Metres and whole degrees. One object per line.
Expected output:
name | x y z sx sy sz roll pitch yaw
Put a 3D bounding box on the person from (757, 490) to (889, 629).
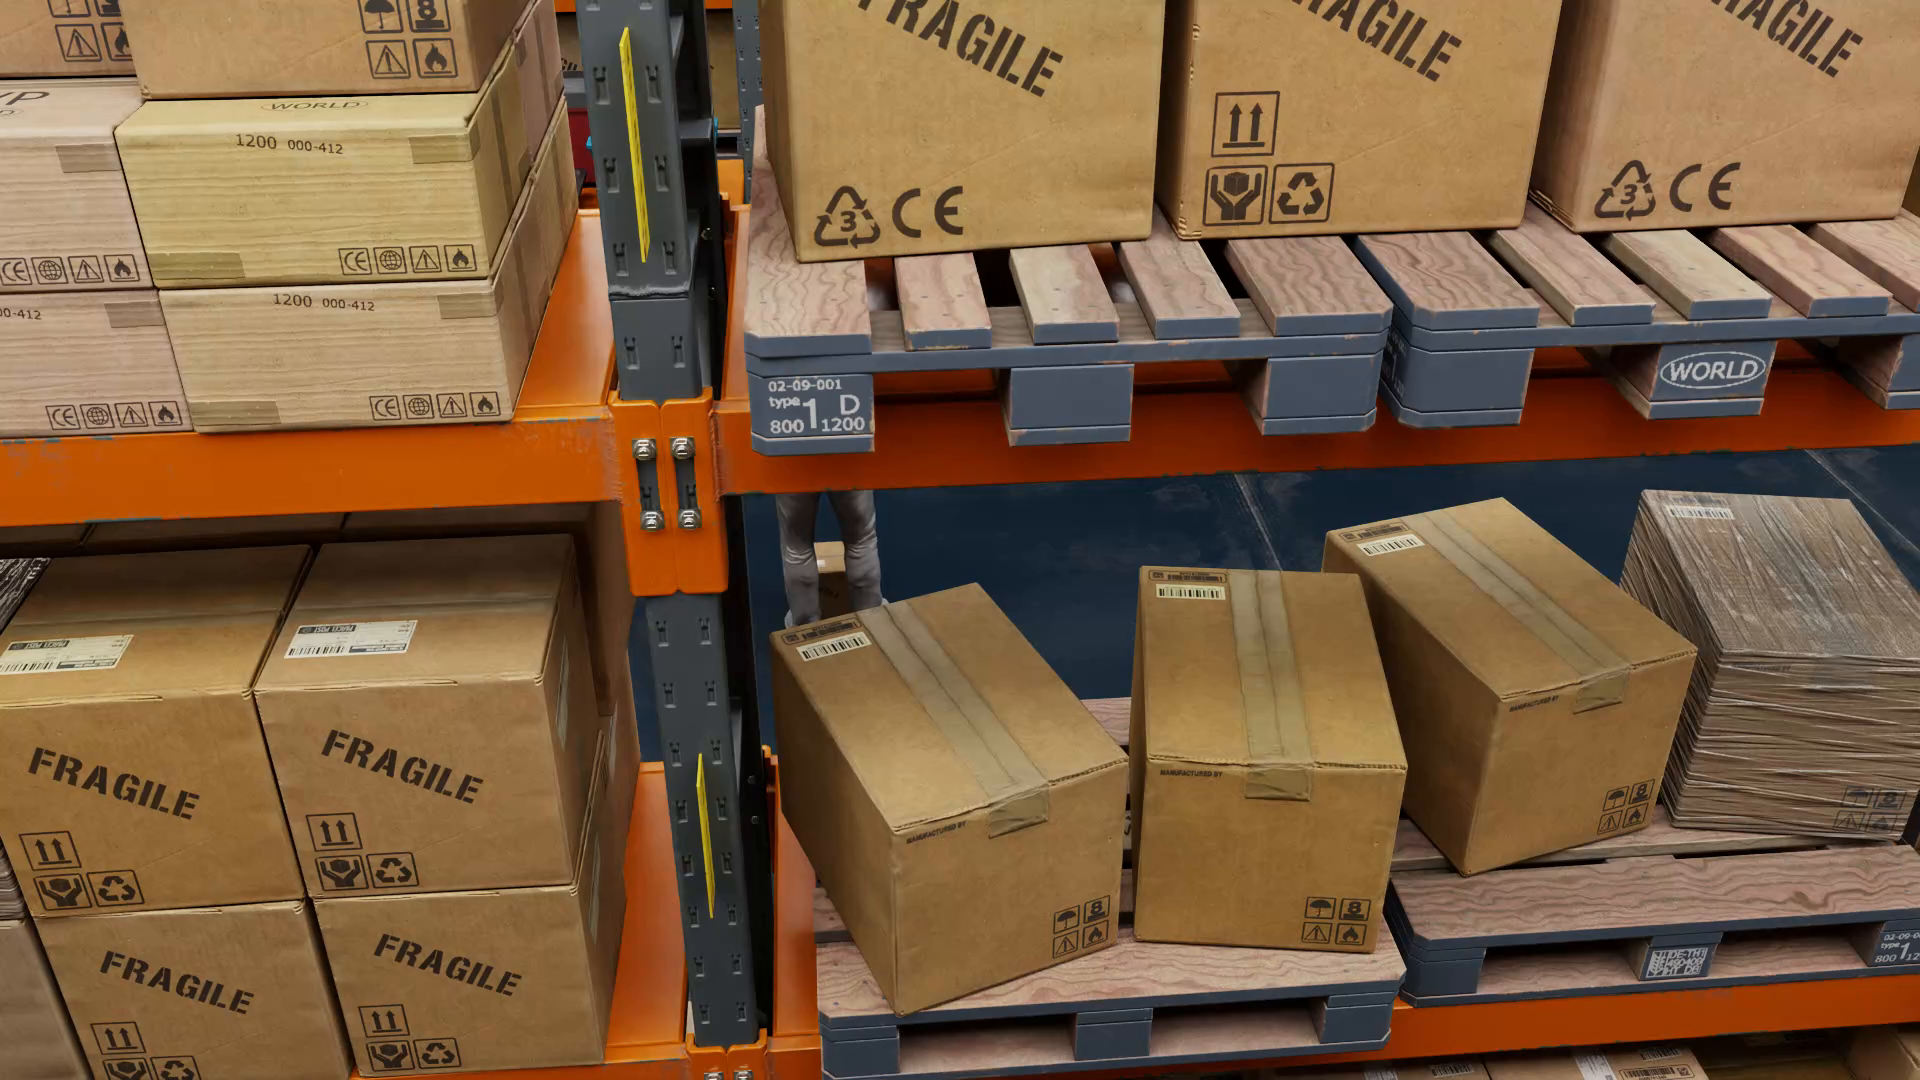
person | -0.570 -0.349 6.698 0.634 1.760 0.459 -5 31 -7
